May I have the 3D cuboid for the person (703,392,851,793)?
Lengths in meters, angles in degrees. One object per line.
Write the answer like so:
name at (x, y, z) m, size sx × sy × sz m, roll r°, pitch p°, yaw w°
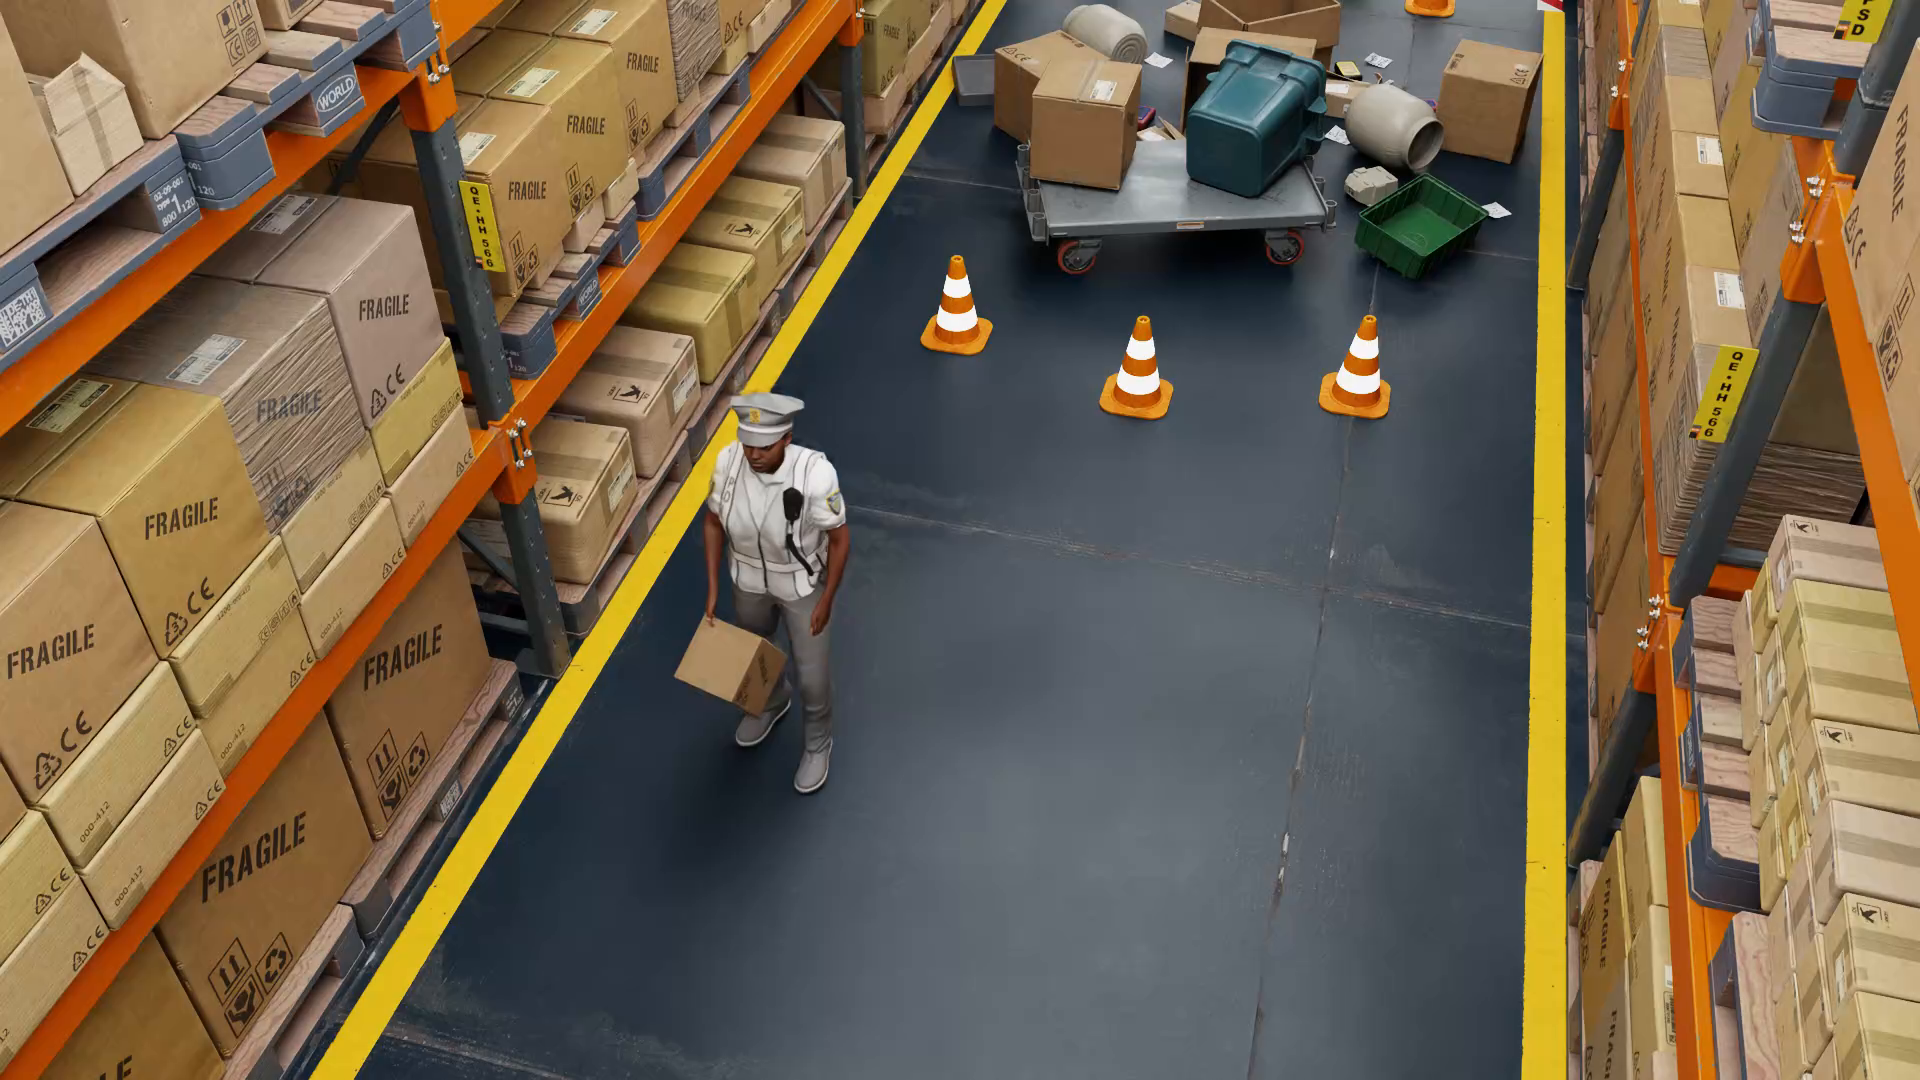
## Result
person at (-0.655, 0.175, 5.942) m, size 0.532 × 1.688 × 0.452 m, roll 12°, pitch 43°, yaw 13°
